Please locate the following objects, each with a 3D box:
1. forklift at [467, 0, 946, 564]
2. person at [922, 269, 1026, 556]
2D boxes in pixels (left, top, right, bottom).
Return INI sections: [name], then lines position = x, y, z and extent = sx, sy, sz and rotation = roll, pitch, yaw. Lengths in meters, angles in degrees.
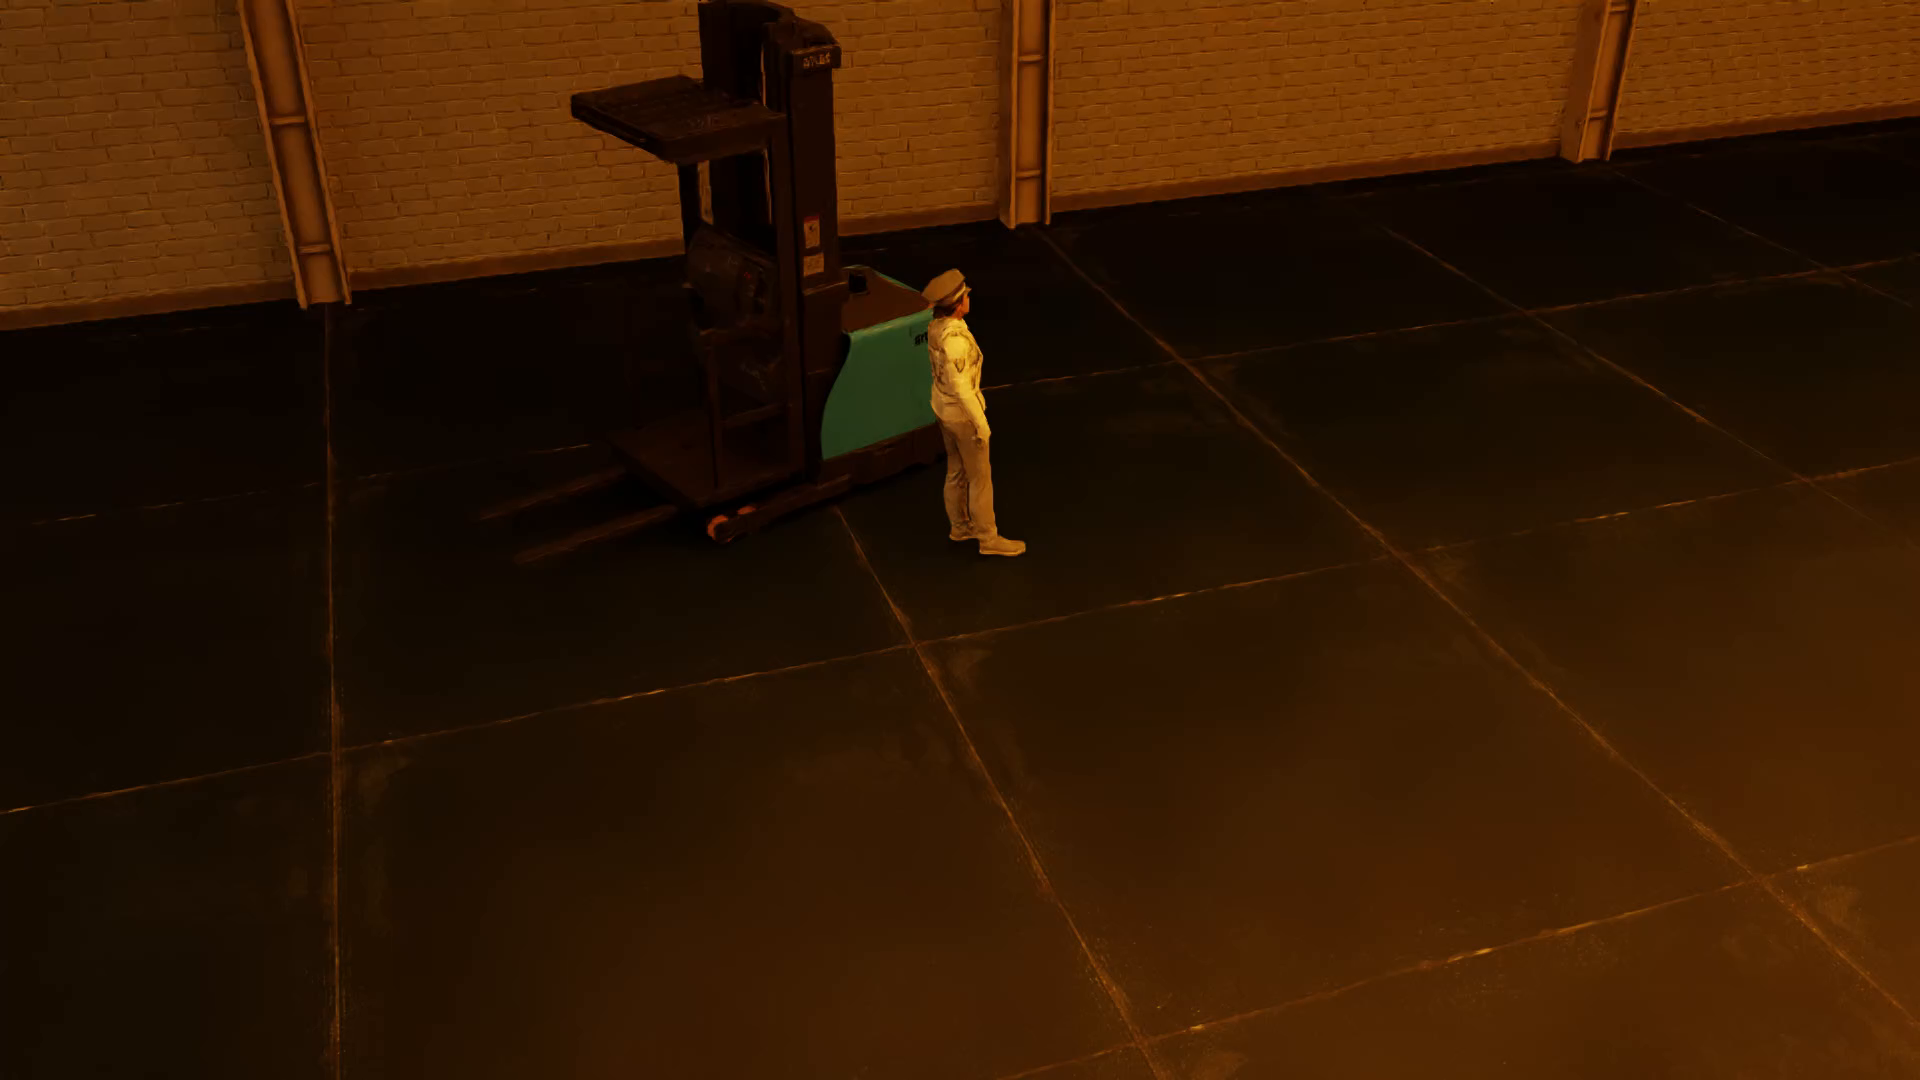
[forklift]
position = -1.520, -1.547, 9.776
extent = 3.031, 2.935, 1.130
rotation = -22, 36, -33
[person]
position = 0.067, -0.748, 9.613
extent = 0.533, 1.695, 0.586
rotation = -10, 31, -16
